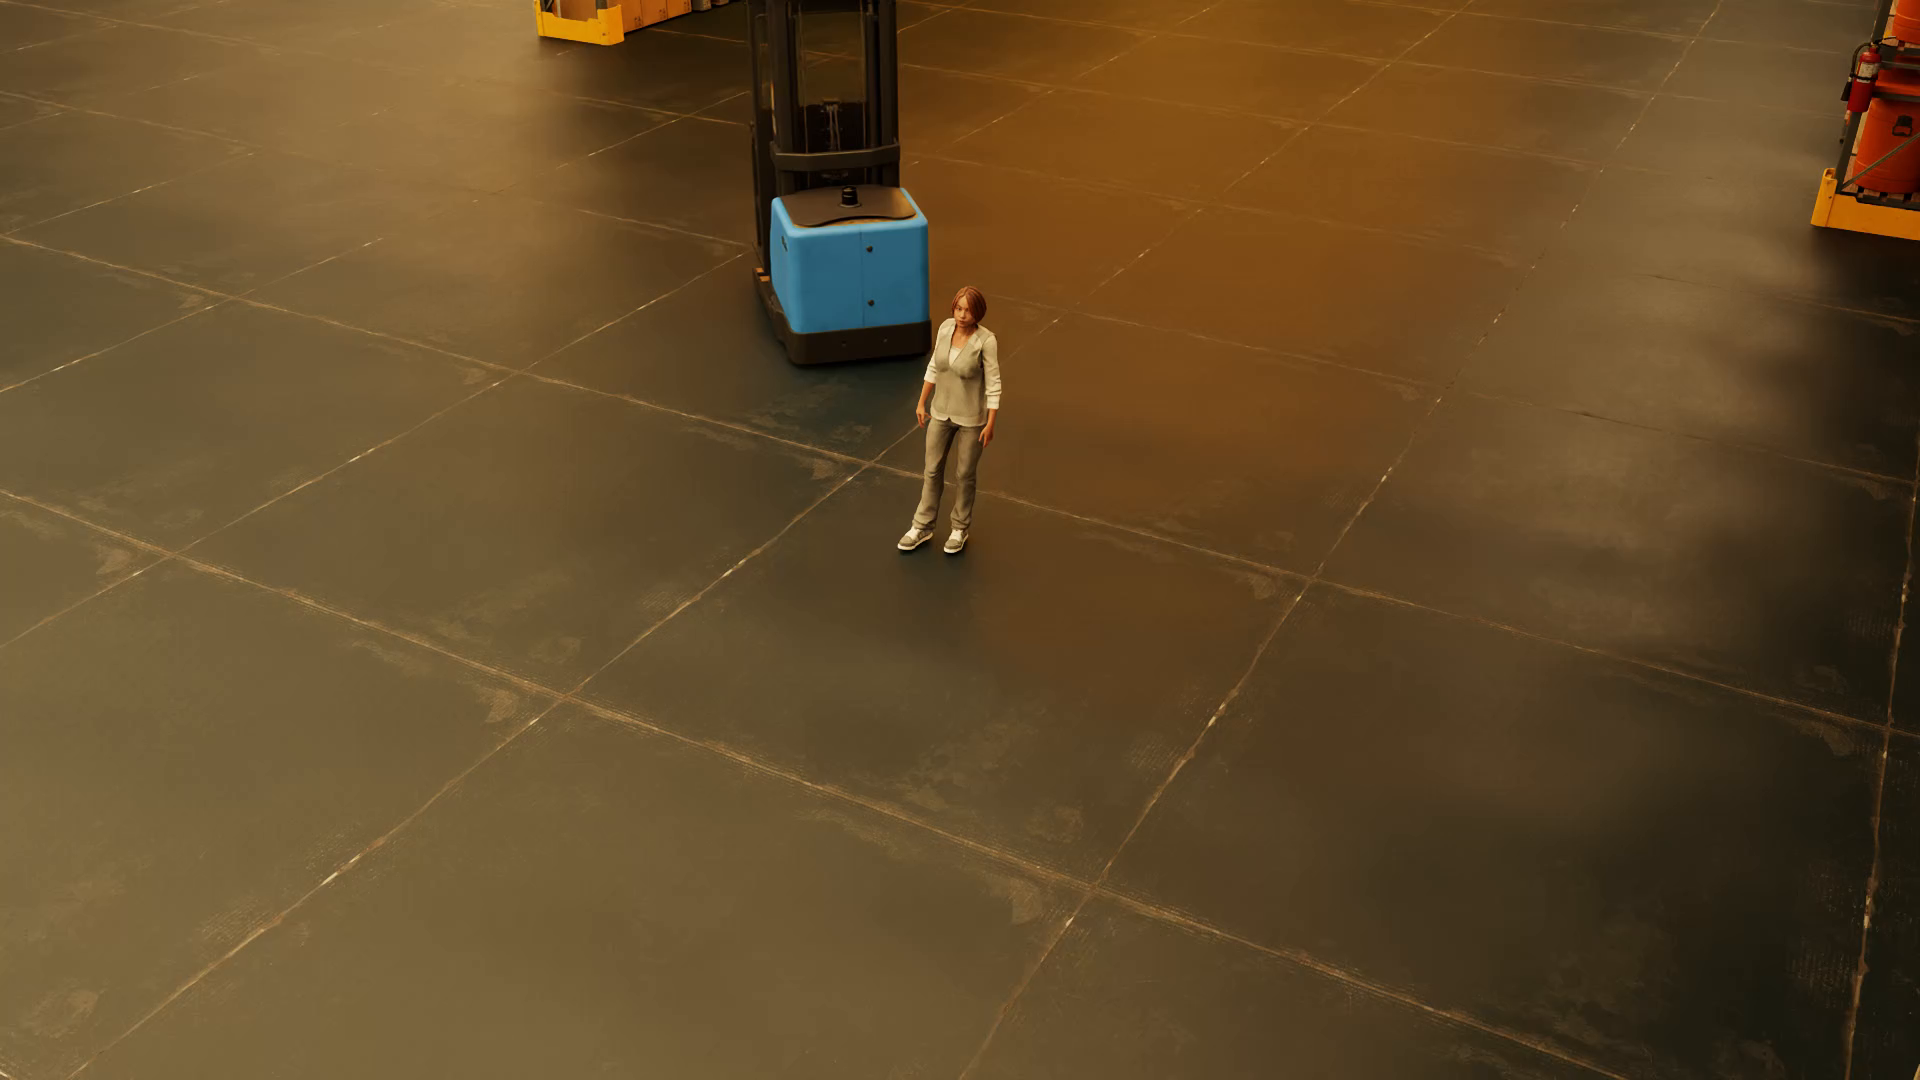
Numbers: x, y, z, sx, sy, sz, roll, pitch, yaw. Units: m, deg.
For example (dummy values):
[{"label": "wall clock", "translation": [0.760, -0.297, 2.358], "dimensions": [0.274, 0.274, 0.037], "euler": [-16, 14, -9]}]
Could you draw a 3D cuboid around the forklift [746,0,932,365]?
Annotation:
[{"label": "forklift", "translation": [-1.067, -3.266, 12.729], "dimensions": [1.130, 2.935, 3.031], "euler": [-7, 31, -12]}]

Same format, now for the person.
[{"label": "person", "translation": [-0.048, -0.668, 9.549], "dimensions": [0.521, 1.599, 0.473], "euler": [15, 33, 25]}]
